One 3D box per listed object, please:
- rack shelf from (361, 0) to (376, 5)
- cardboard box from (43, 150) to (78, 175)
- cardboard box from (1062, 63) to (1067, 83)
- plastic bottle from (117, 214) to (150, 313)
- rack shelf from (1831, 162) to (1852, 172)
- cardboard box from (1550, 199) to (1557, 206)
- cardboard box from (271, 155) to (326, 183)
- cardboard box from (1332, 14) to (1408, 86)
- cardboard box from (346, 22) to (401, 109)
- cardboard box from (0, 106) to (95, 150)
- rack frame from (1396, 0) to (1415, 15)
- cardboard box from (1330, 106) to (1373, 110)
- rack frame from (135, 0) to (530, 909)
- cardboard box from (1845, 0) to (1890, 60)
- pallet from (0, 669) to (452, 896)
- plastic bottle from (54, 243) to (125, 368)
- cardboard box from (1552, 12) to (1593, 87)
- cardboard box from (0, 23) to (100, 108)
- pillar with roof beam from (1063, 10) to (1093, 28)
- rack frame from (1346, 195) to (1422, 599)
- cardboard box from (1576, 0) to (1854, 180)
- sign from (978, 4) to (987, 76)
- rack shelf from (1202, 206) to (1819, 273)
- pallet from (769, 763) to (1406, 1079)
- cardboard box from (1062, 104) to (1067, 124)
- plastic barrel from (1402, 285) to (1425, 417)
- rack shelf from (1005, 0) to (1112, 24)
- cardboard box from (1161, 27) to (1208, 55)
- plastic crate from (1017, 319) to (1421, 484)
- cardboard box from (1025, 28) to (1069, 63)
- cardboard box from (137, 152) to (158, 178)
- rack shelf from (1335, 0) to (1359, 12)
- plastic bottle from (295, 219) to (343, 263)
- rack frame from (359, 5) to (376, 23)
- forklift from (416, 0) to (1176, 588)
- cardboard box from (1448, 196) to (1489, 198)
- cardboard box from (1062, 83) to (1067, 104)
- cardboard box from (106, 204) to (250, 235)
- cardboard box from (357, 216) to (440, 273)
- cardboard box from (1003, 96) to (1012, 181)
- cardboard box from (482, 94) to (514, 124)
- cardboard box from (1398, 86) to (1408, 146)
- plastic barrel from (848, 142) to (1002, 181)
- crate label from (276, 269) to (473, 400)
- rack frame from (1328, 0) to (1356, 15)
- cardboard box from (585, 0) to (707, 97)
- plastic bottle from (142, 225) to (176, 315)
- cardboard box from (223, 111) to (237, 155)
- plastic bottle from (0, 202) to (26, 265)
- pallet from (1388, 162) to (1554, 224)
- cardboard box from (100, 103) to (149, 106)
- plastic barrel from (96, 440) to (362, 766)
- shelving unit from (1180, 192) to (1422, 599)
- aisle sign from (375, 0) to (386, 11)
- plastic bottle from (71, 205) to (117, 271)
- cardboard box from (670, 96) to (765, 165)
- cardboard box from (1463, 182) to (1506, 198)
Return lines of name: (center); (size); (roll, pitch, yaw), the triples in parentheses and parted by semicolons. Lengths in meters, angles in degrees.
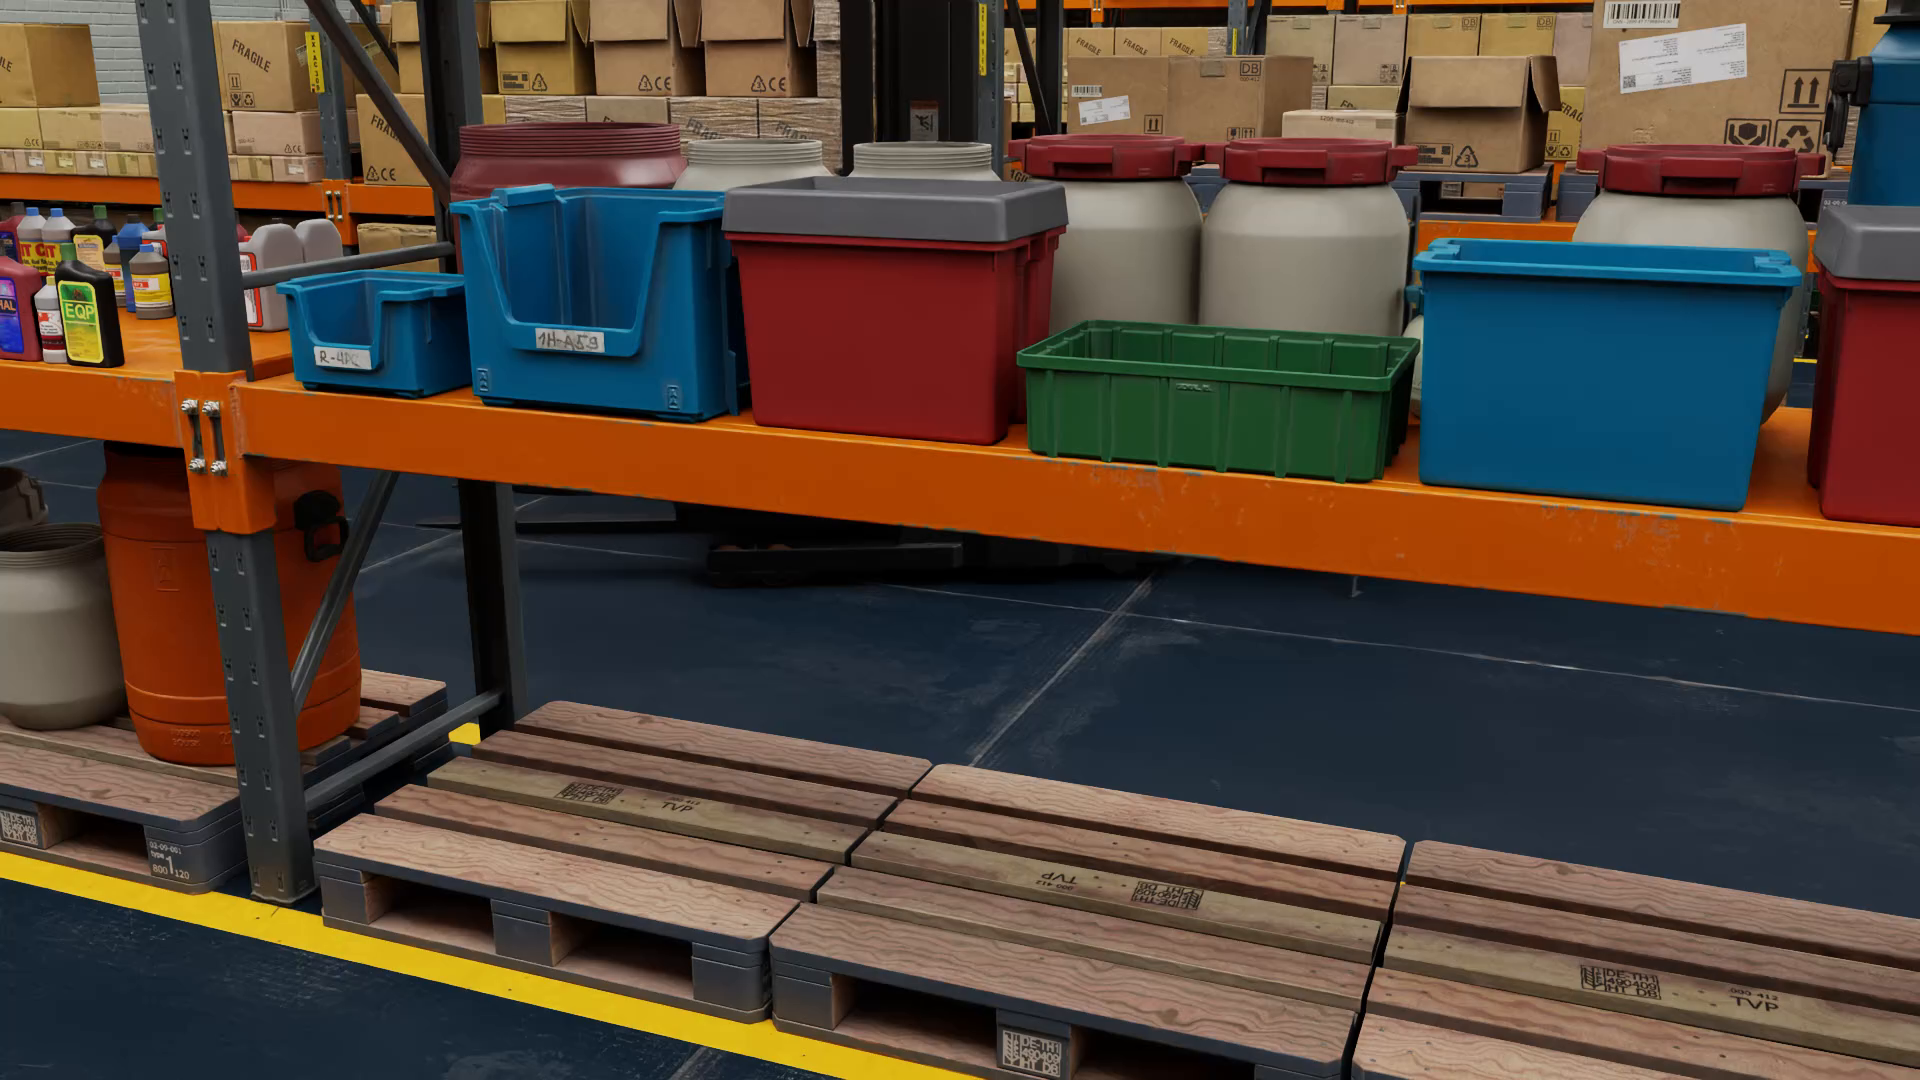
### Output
rack shelf: (-3.361, -4.944, 14.735); (4.000, 0.370, 1.077); (6, 17, 21)
cardboard box: (-5.495, -2.378, 10.437); (0.250, 0.149, 0.380); (6, 17, 19)
cardboard box: (0.870, -3.613, 12.869); (0.250, 0.149, 0.380); (7, 18, 22)
plastic bottle: (-2.345, -0.792, 4.752); (0.097, 0.271, 0.097); (0, 16, 0)
rack shelf: (7.802, -2.276, 10.925); (4.000, 0.370, 1.077); (6, 17, 21)
cardboard box: (4.435, -2.088, 12.266); (0.750, 0.750, 1.050); (6, 17, 21)
cardboard box: (-3.818, -2.194, 9.803); (0.250, 0.149, 0.380); (6, 17, 21)
cardboard box: (3.105, -3.664, 12.442); (0.500, 0.500, 0.700); (6, 17, 20)
cardboard box: (-3.766, -2.915, 10.225); (0.500, 0.500, 0.500); (6, 17, 21)
cardboard box: (-5.836, -2.626, 10.574); (0.500, 0.250, 0.500); (6, 17, 19)
rack frame: (5.760, -5.818, 21.832); (0.127, 3.000, 1.000); (6, 17, 21)
cardboard box: (1.957, -1.996, 8.157); (0.258, 0.266, 0.396); (6, 17, 19)
rack frame: (-1.511, -0.675, 4.119); (0.127, 3.000, 1.000); (6, 17, 21)
cardboard box: (6.272, -3.370, 11.197); (0.550, 0.550, 0.875); (6, 17, 21)
pallet: (-2.259, 0.594, 4.748); (1.213, 0.211, 1.003); (6, 17, 21)
plastic bottle: (-2.044, -0.550, 3.896); (0.133, 0.283, 0.061); (6, 17, 21)
cardboard box: (4.528, -3.508, 11.904); (0.500, 0.500, 0.700); (6, 17, 21)
cardboard box: (-5.839, -2.987, 10.474); (0.500, 0.500, 0.500); (6, 17, 19)
pillar with roof beam: (0.143, -8.296, 19.610); (0.400, 9.000, 9.100); (6, 17, 21)
rack frame: (1.618, -0.541, 6.348); (0.023, 1.500, 0.400); (12, 20, 35)
cardboard box: (3.340, -2.158, 7.397); (1.000, 1.000, 1.000); (6, 17, 21)
sign: (0.106, -2.371, 7.885); (0.005, 0.325, 0.100); (6, 17, 21)
rack shelf: (2.167, -1.410, 7.939); (4.000, 0.370, 1.077); (6, 17, 21)
pallet: (0.327, 0.879, 3.768); (1.213, 0.211, 1.003); (6, 17, 21)
cardboard box: (0.893, -3.326, 12.949); (0.250, 0.149, 0.380); (6, 17, 20)
plastic barrel: (1.035, -0.375, 3.332); (0.301, 0.262, 0.301); (0, 16, 0)
rack shelf: (0.179, -7.526, 23.629); (4.000, 0.370, 1.077); (6, 17, 21)
cardboard box: (2.426, -5.146, 17.546); (0.500, 0.500, 0.500); (6, 17, 21)
plastic crate: (0.487, -0.269, 3.100); (0.662, 0.188, 0.450); (6, 17, 21)
cardboard box: (1.009, -5.303, 18.087); (0.500, 0.500, 0.500); (6, 17, 20)
cardboard box: (-4.776, -2.300, 10.165); (0.250, 0.149, 0.380); (7, 17, 22)
rack shelf: (5.803, -5.420, 16.374); (4.000, 0.370, 1.077); (6, 17, 21)
plastic bottle: (-1.795, -0.744, 4.577); (0.135, 0.276, 0.152); (6, 17, 21)
rack frame: (-5.222, -4.054, 15.758); (0.127, 3.000, 1.000); (6, 17, 21)
forklift: (-0.663, -1.372, 6.644); (3.031, 2.935, 1.130); (-1, 16, -3)
cardboard box: (5.154, -3.336, 17.244); (0.625, 0.372, 0.950); (6, 17, 20)
cardboard box: (0.867, -3.471, 12.913); (0.250, 0.149, 0.380); (6, 17, 21)
cardboard box: (-4.836, -1.730, 10.812); (0.875, 0.875, 0.875); (6, 17, 21)
cardboard box: (-2.812, -1.490, 9.983); (0.875, 0.875, 1.225); (6, 17, 21)
cardboard box: (-0.046, -2.128, 8.944); (0.500, 0.500, 0.500); (7, 18, 22)
cardboard box: (-2.610, -2.254, 9.377); (0.500, 0.500, 0.500); (6, 17, 21)
cardboard box: (3.482, -3.065, 12.171); (0.500, 0.500, 0.500); (6, 17, 21)
plastic barrel: (-0.084, -0.636, 3.783); (0.421, 0.512, 0.421); (0, 16, 0)
crate label: (-1.256, -0.454, 3.659); (0.416, 0.233, 0.303); (6, 17, 21)
rack frame: (3.943, -4.530, 17.397); (0.127, 3.000, 1.000); (6, 17, 21)
cardboard box: (-1.599, -2.703, 9.124); (0.637, 0.503, 0.797); (7, 18, 22)
plastic bottle: (-2.225, -0.791, 4.740); (0.135, 0.276, 0.152); (6, 17, 21)
cardboard box: (-4.404, -2.469, 10.034); (0.500, 0.250, 0.500); (7, 18, 22)
plastic bottle: (-2.853, -0.877, 5.024); (0.133, 0.283, 0.061); (6, 17, 21)
pallet: (2.163, -1.676, 7.909); (1.213, 0.211, 1.003); (6, 17, 21)
cardboard box: (-5.642, -2.764, 11.050); (0.500, 0.250, 0.500); (6, 17, 19)
plastic barrel: (-1.972, 0.120, 4.520); (0.708, 0.830, 0.600); (6, 17, 21)
shelving unit: (1.324, -0.602, 6.558); (0.755, 1.500, 0.431); (12, 20, 35)
aisle sign: (-5.400, -5.232, 15.153); (0.004, 0.787, 0.394); (6, 17, 21)
plastic bottle: (-2.548, -0.844, 4.909); (0.133, 0.283, 0.061); (6, 17, 21)
cardboard box: (-1.189, -2.099, 8.843); (0.500, 0.500, 0.500); (6, 17, 19)
cardboard box: (6.946, -4.747, 21.650); (0.625, 0.625, 0.875); (7, 18, 22)
